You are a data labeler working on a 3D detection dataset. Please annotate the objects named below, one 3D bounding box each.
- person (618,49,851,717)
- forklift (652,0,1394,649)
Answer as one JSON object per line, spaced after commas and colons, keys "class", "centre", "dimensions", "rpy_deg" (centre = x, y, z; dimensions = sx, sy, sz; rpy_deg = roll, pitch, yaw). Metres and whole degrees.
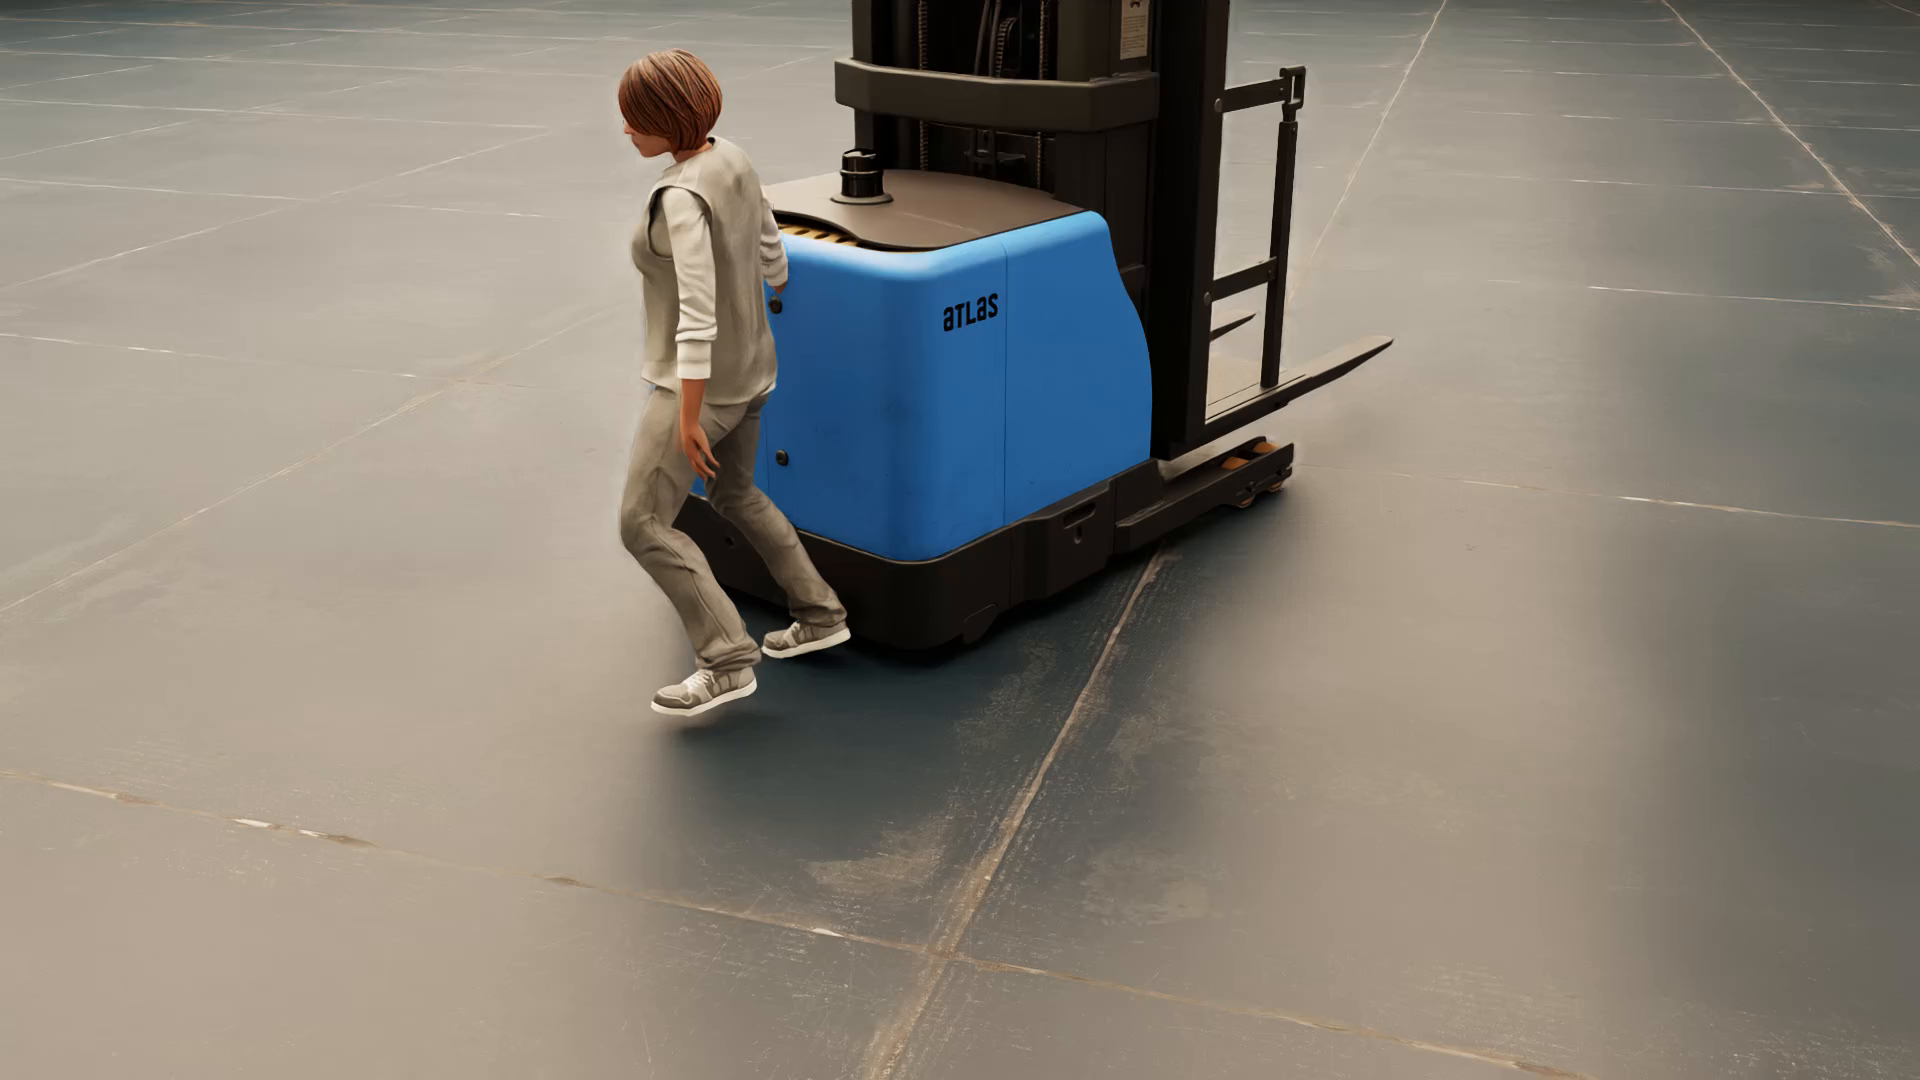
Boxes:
{"class": "person", "centre": [-0.522, -0.375, 3.996], "dimensions": [0.434, 1.558, 0.730], "rpy_deg": [7, 23, 15]}
{"class": "forklift", "centre": [0.453, -1.563, 5.067], "dimensions": [1.130, 2.935, 3.031], "rpy_deg": [18, 28, 36]}
